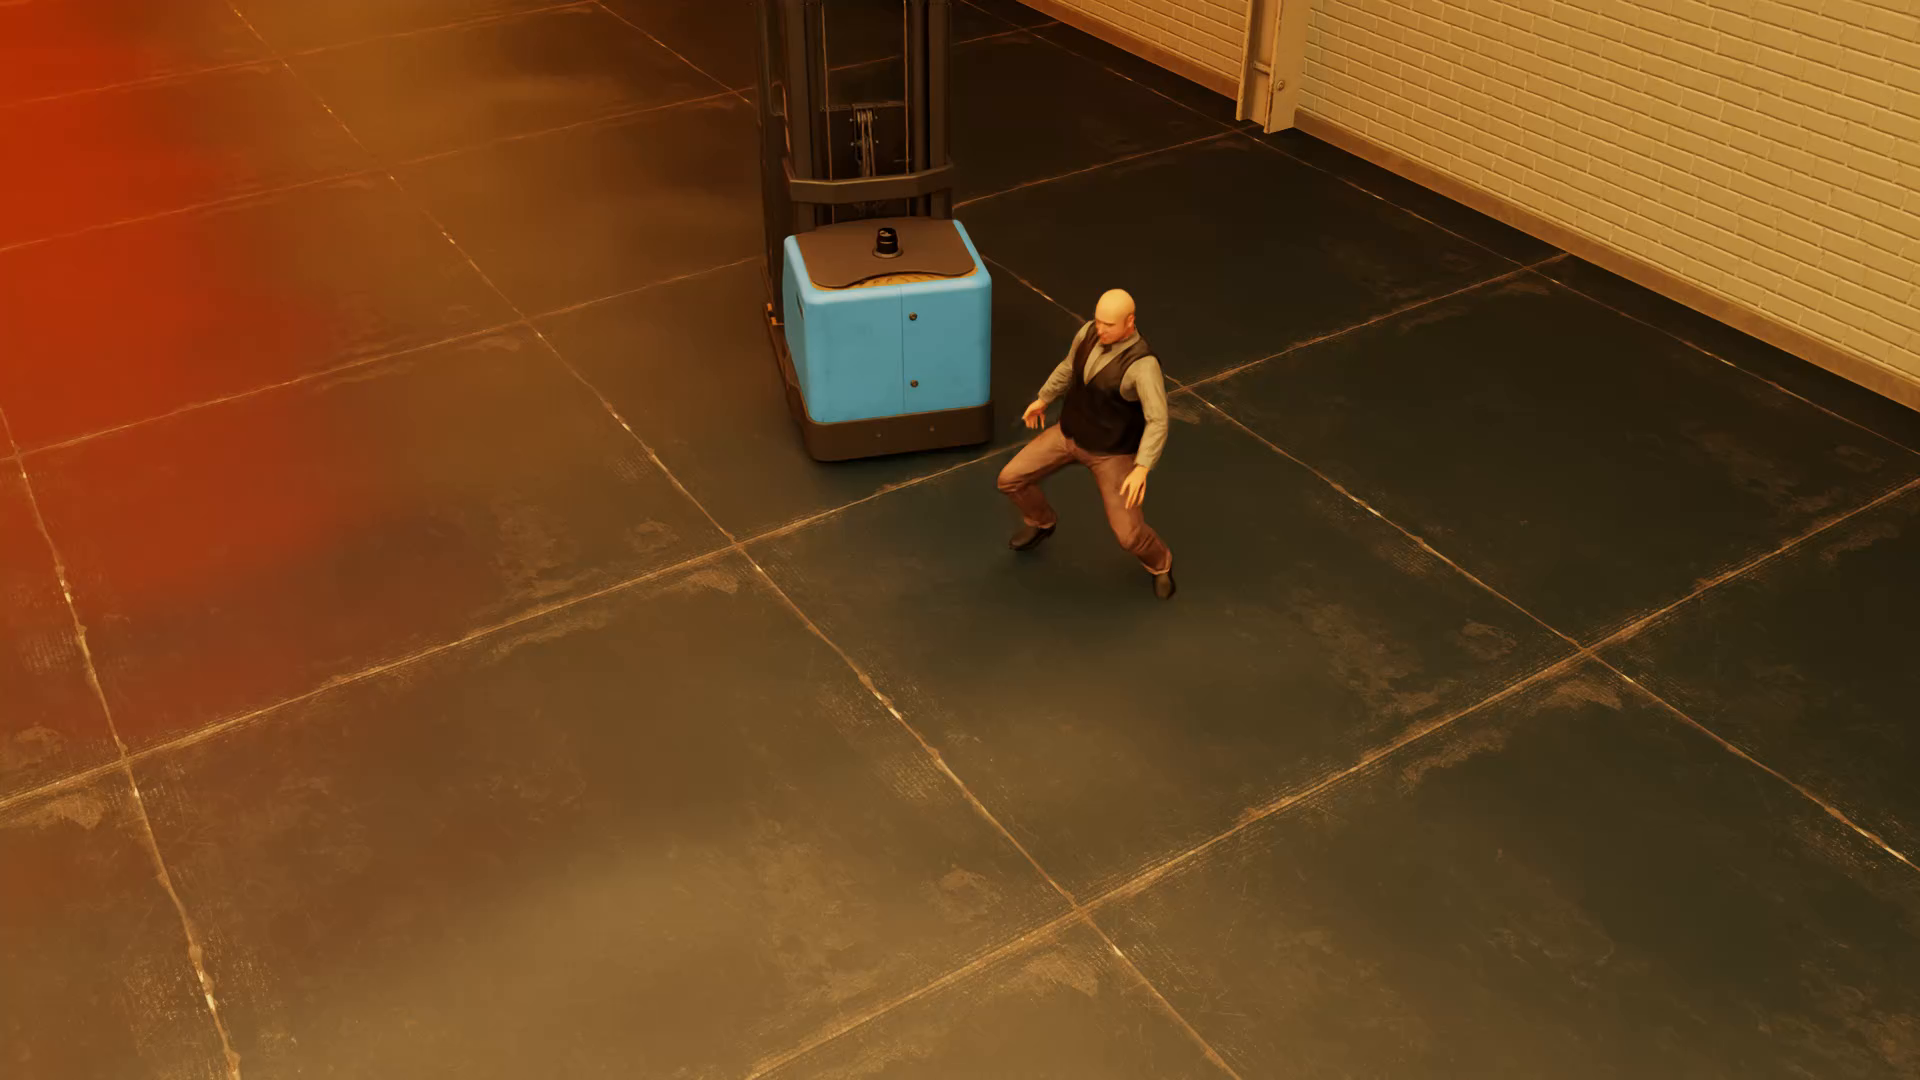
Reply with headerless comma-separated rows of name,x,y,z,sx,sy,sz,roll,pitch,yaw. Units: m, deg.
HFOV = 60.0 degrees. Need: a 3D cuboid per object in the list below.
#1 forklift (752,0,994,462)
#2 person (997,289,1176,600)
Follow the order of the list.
forklift,-0.642,-2.477,9.673,1.130,2.935,3.031,-8,36,-11
person,0.670,-0.470,8.014,0.673,1.599,0.937,-24,42,-30
